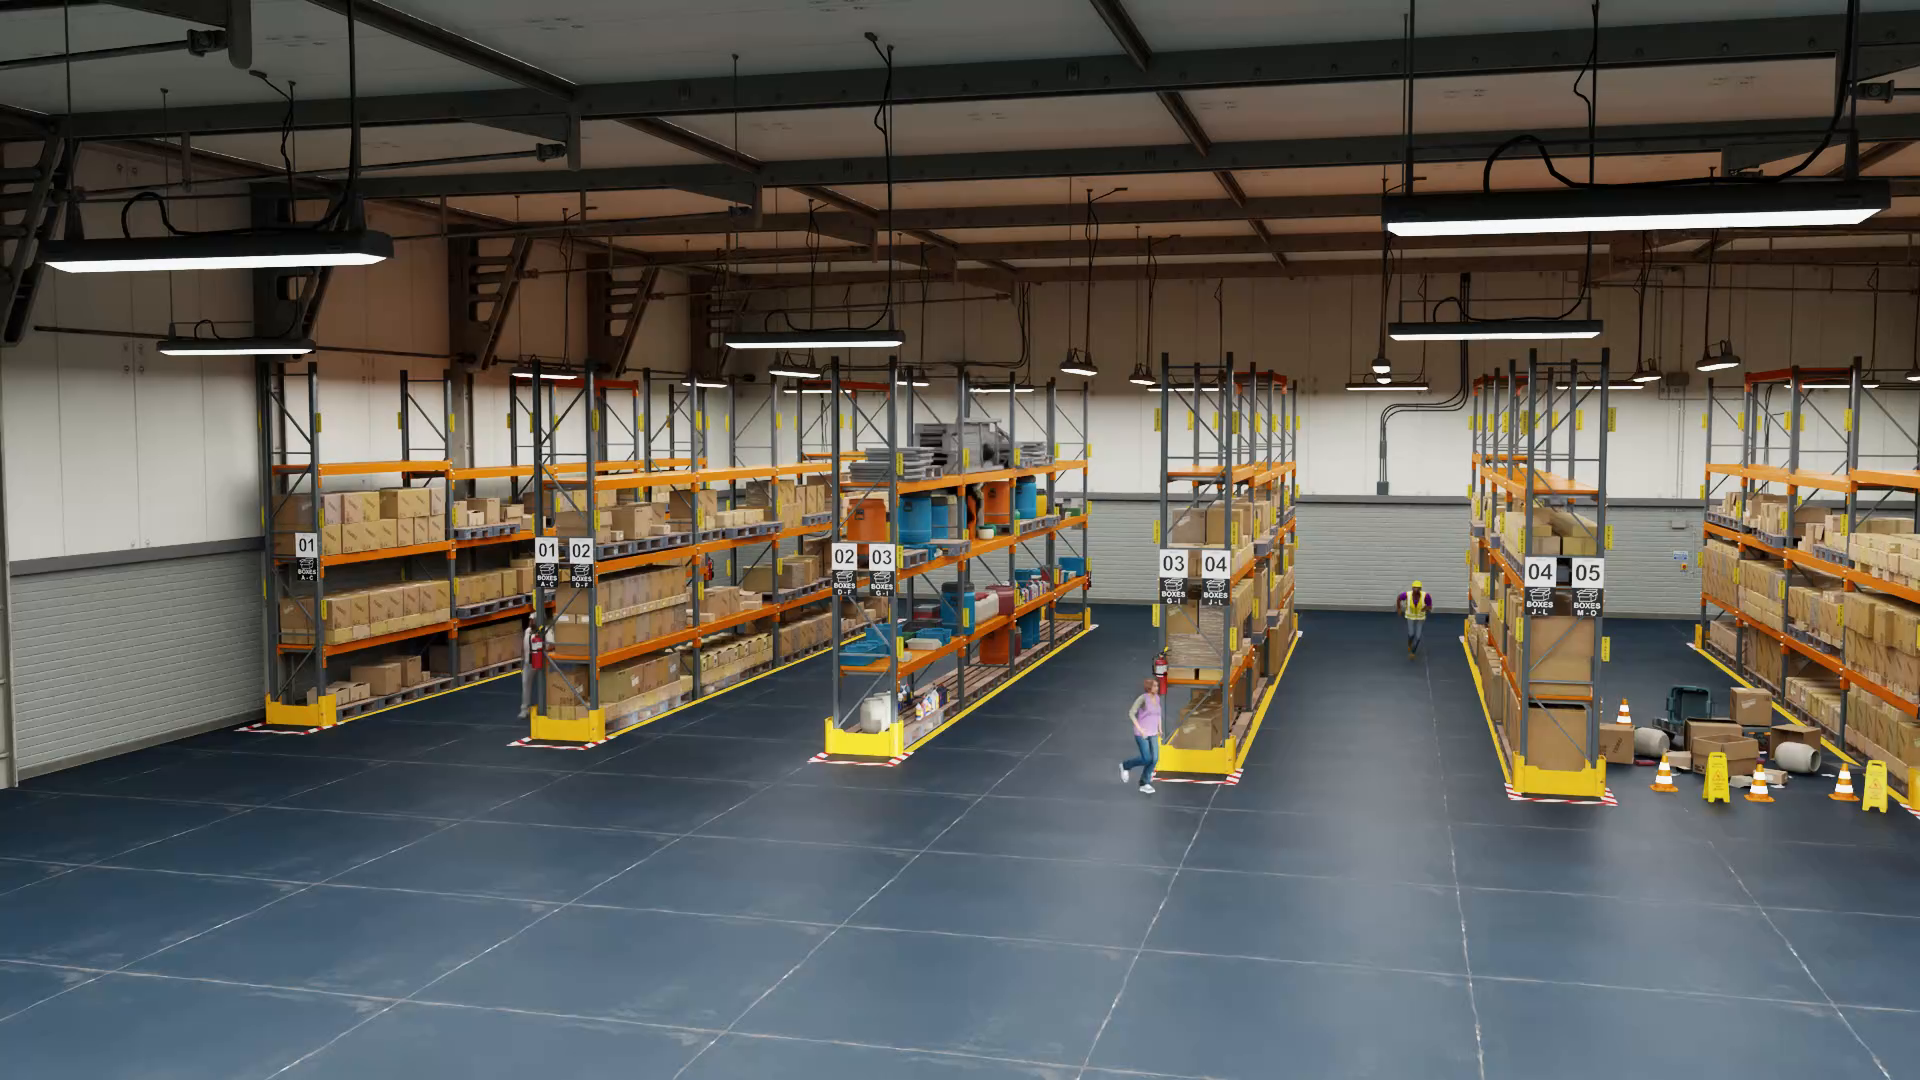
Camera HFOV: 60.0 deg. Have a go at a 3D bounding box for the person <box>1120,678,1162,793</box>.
[{"bbox_3d":[2.494,2.643,22.678,0.581,1.542,0.561,4,6,44],"label":"person"}]

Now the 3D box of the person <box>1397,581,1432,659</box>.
[{"bbox_3d":[9.606,1.691,35.130,0.685,1.683,0.745,0,4,7],"label":"person"}]

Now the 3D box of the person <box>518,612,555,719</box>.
[{"bbox_3d":[-7.261,2.124,28.664,0.666,1.775,1.141,1,4,15],"label":"person"}]
